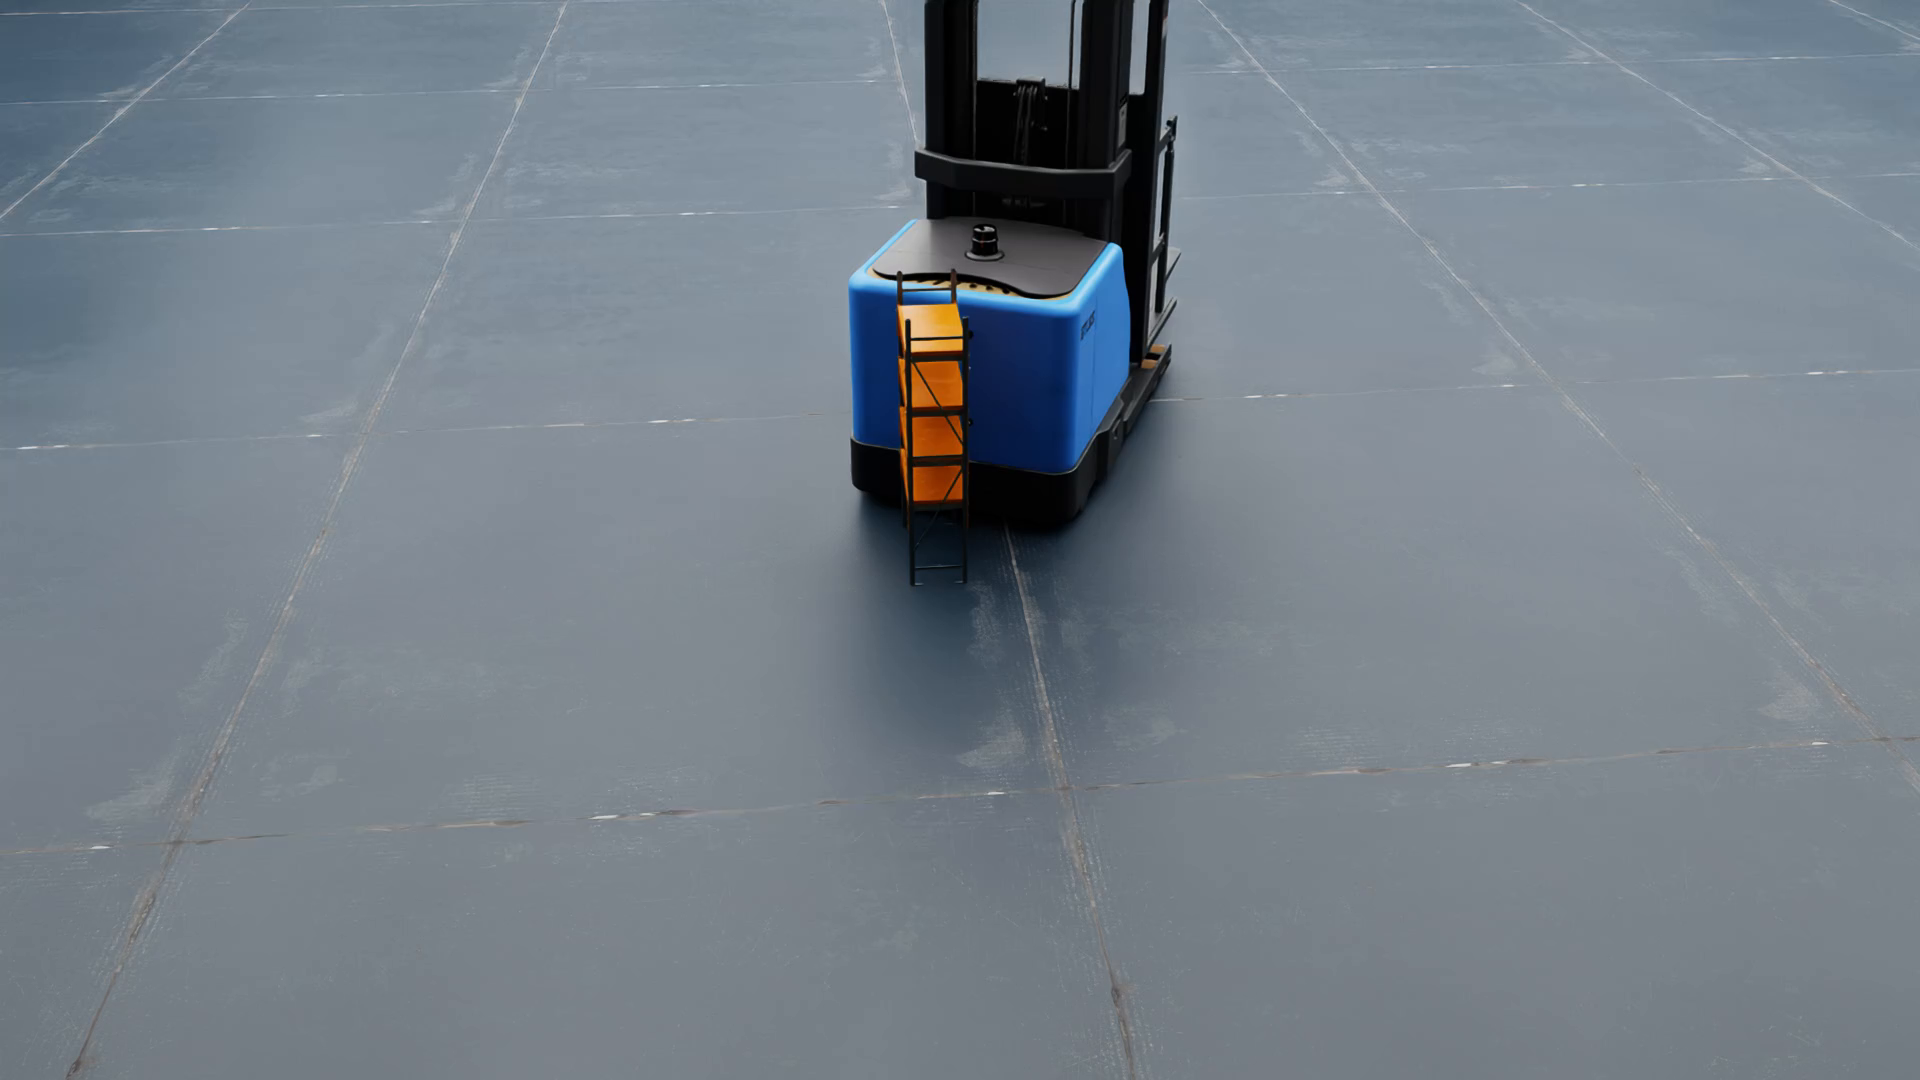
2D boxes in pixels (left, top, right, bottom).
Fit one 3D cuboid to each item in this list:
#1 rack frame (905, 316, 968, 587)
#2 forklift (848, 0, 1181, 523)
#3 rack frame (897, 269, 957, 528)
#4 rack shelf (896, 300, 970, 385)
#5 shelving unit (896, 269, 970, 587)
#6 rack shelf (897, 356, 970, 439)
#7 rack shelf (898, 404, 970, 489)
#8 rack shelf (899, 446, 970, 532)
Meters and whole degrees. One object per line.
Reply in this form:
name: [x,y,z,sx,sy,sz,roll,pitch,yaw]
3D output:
rack frame: [-0.088,-0.329,6.631,0.240,1.200,0.015,-3,31,-5]
forklift: [0.467,-2.078,7.870,1.130,2.935,3.031,10,32,16]
rack frame: [-0.135,-0.578,7.048,0.240,1.200,0.015,-3,31,-5]
rack shelf: [-0.112,-0.791,6.638,0.258,0.148,0.480,-3,31,-5]
shelving unit: [-0.112,-0.454,6.839,0.258,1.200,0.503,-3,31,-5]
rack shelf: [-0.112,-0.588,6.759,0.258,0.148,0.480,-3,31,-5]
rack shelf: [-0.112,-0.396,6.874,0.258,0.148,0.480,-3,31,-5]
rack shelf: [-0.112,-0.225,6.976,0.258,0.148,0.480,-3,31,-5]
